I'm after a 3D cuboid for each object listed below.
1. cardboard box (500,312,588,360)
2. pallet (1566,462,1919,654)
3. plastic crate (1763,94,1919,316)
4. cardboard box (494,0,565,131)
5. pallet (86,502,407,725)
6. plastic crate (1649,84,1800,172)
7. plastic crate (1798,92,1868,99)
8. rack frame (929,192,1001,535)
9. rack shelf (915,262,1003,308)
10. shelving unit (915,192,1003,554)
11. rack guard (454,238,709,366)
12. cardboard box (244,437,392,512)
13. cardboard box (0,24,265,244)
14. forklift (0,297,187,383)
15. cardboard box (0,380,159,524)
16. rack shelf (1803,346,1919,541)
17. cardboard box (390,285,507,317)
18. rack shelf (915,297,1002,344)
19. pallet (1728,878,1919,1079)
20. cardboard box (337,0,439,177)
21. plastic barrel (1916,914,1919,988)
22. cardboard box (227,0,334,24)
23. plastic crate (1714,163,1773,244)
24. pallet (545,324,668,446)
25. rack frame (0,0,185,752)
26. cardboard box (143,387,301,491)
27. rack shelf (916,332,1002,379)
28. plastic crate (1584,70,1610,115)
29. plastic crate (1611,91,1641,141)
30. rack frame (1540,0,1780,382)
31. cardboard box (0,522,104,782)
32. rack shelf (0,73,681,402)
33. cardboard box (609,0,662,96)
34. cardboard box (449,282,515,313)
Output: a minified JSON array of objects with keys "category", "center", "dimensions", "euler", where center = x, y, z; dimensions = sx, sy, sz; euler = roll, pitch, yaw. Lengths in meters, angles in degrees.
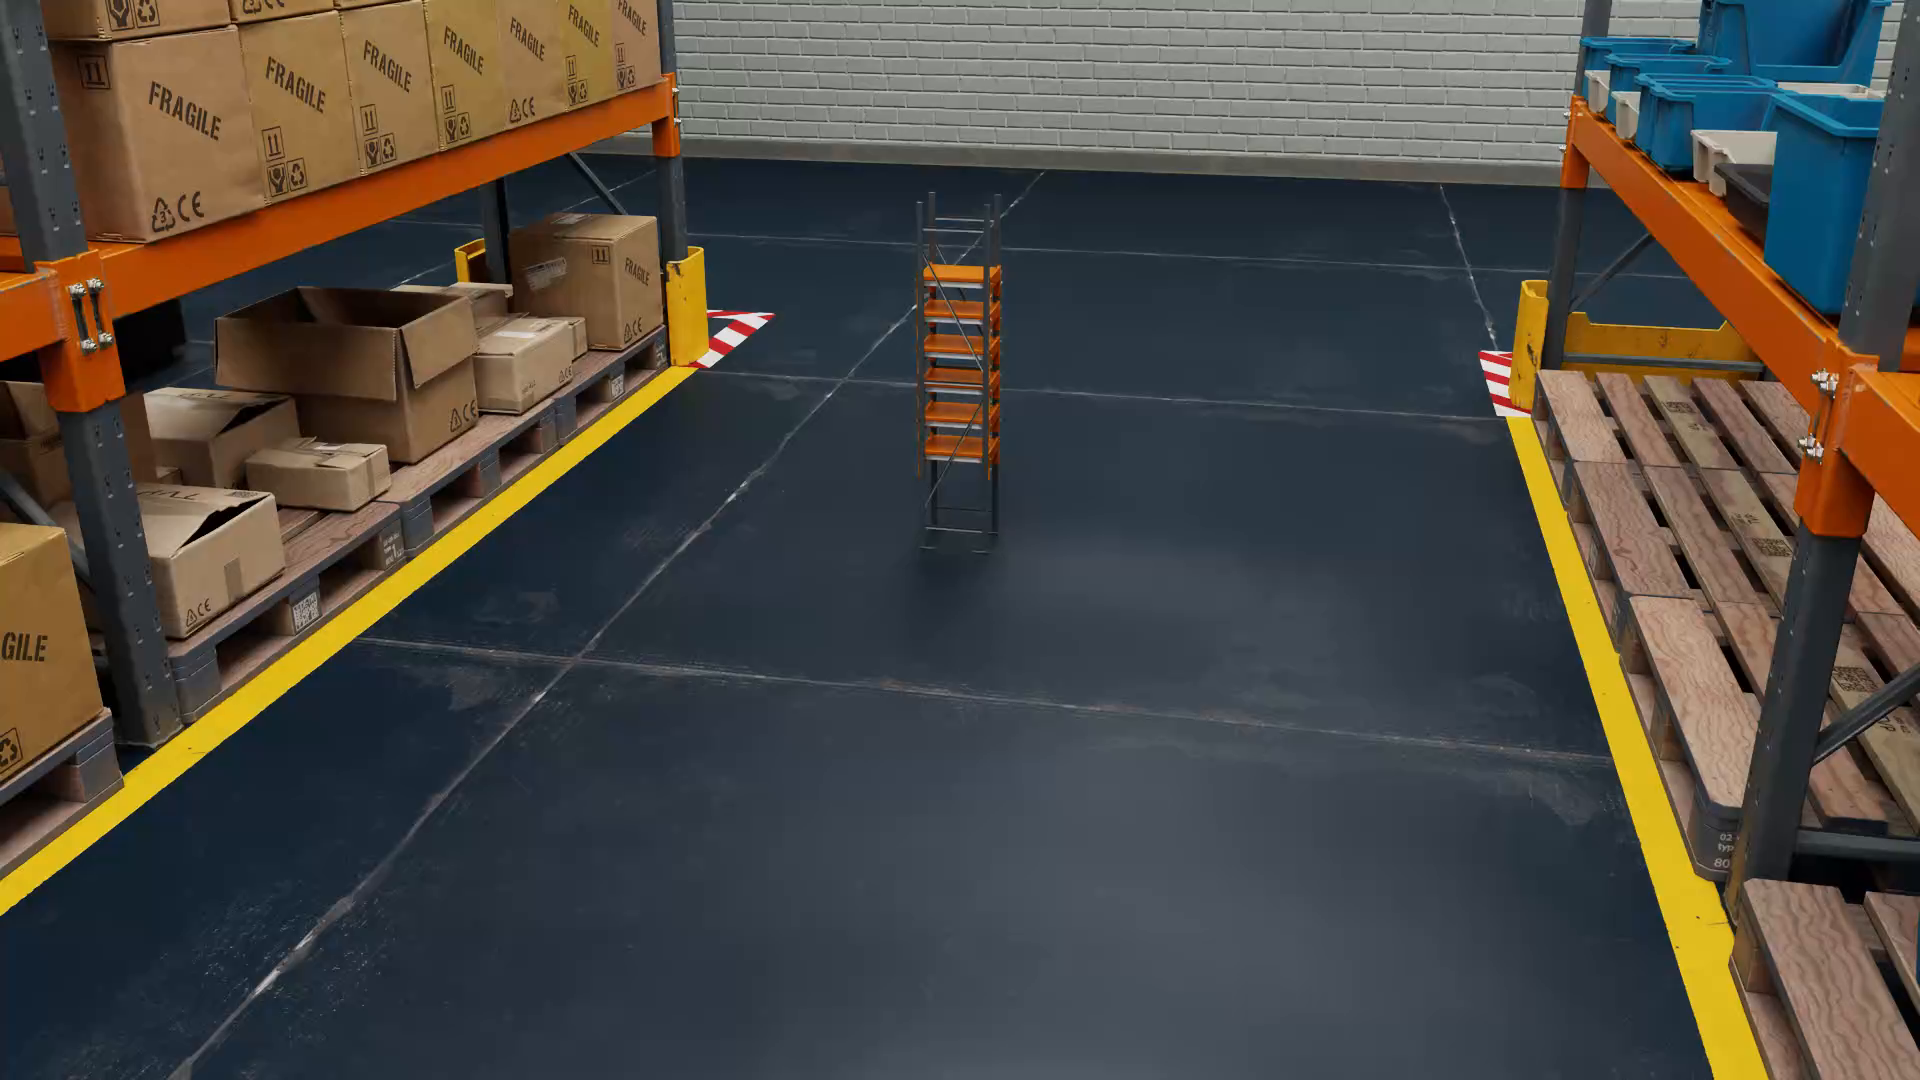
[{"category":"cardboard box","center":[-1.852,-0.879,7.225],"dimensions":[0.380,0.166,0.250],"euler":[4,22,11]},{"category":"pallet","center":[2.580,0.068,5.403],"dimensions":[1.003,0.211,1.213],"euler":[4,22,11]},{"category":"plastic crate","center":[1.983,-0.723,3.576],"dimensions":[0.392,0.384,0.575],"euler":[4,22,11]},{"category":"cardboard box","center":[-1.846,-1.838,6.268],"dimensions":[0.500,0.500,0.500],"euler":[5,22,11]},{"category":"pallet","center":[-2.486,0.157,5.181],"dimensions":[1.003,0.211,1.213],"euler":[4,22,11]},{"category":"plastic crate","center":[2.335,-1.263,5.118],"dimensions":[0.416,0.233,0.300],"euler":[4,22,11]},{"category":"plastic crate","center":[2.975,-1.458,5.731],"dimensions":[0.396,0.136,0.243],"euler":[4,22,11]},{"category":"rack frame","center":[0.016,-0.585,5.699],"dimensions":[0.240,1.200,0.006],"euler":[4,22,11]},{"category":"rack shelf","center":[-0.003,-0.844,5.498],"dimensions":[0.258,0.103,0.180],"euler":[4,22,11]},{"category":"shelving unit","center":[-0.003,-0.551,5.616],"dimensions":[0.258,1.200,0.189],"euler":[4,22,11]},{"category":"rack guard","center":[-1.827,-1.161,8.067],"dimensions":[1.175,0.500,0.348],"euler":[4,22,11]},{"category":"cardboard box","center":[-2.163,-0.229,5.611],"dimensions":[0.380,0.166,0.250],"euler":[4,22,11]},{"category":"cardboard box","center":[-2.256,-1.097,4.429],"dimensions":[0.500,0.500,0.500],"euler":[5,22,12]},{"category":"forklift","center":[-4.554,-1.760,6.299],"dimensions":[1.130,2.935,3.031],"euler":[5,22,12]},{"category":"cardboard box","center":[-2.789,-0.160,4.992],"dimensions":[0.500,0.500,0.500],"euler":[4,22,11]},{"category":"rack shelf","center":[1.813,0.559,1.414],"dimensions":[1.077,0.370,4.000],"euler":[4,22,11]},{"category":"cardboard box","center":[-2.302,-0.917,7.206],"dimensions":[0.500,0.250,0.500],"euler":[4,22,11]},{"category":"rack shelf","center":[-0.003,-0.733,5.543],"dimensions":[0.258,0.103,0.180],"euler":[4,22,11]},{"category":"pallet","center":[2.023,1.066,2.924],"dimensions":[1.003,0.211,1.213],"euler":[4,22,11]},{"category":"cardboard box","center":[-2.051,-1.468,5.348],"dimensions":[0.500,0.500,0.500],"euler":[4,22,11]},{"category":"plastic barrel","center":[2.093,0.470,2.918],"dimensions":[0.600,0.901,0.708],"euler":[4,22,11]},{"category":"cardboard box","center":[-2.151,-1.735,4.674],"dimensions":[0.500,0.500,0.500],"euler":[4,22,9]},{"category":"plastic crate","center":[2.187,-0.836,4.203],"dimensions":[0.437,0.125,0.590],"euler":[4,22,11]},{"category":"pallet","center":[-1.988,-0.735,7.397],"dimensions":[1.003,0.211,1.213],"euler":[4,22,11]},{"category":"rack frame","center":[-2.627,-0.885,4.036],"dimensions":[1.000,3.000,0.127],"euler":[4,22,11]},{"category":"cardboard box","center":[-2.636,-0.346,5.709],"dimensions":[0.500,0.311,0.500],"euler":[4,22,11]},{"category":"rack shelf","center":[-0.003,-0.621,5.588],"dimensions":[0.258,0.103,0.180],"euler":[4,22,11]},{"category":"plastic crate","center":[2.518,-1.698,6.328],"dimensions":[0.250,0.136,0.298],"euler":[4,22,11]},{"category":"plastic crate","center":[2.380,-1.450,5.712],"dimensions":[0.250,0.136,0.298],"euler":[4,22,11]},{"category":"rack frame","center":[3.037,-1.969,6.728],"dimensions":[1.000,3.000,0.127],"euler":[4,22,11]},{"category":"cardboard box","center":[-2.447,0.273,3.919],"dimensions":[0.500,0.500,0.500],"euler":[4,22,11]},{"category":"rack shelf","center":[-2.219,-1.283,5.987],"dimensions":[1.077,0.370,4.000],"euler":[4,22,11]},{"category":"cardboard box","center":[-1.636,-2.210,7.192],"dimensions":[0.500,0.500,0.500],"euler":[5,23,13]},{"category":"cardboard box","center":[-2.233,-1.103,7.804],"dimensions":[0.380,0.149,0.250],"euler":[4,22,11]}]
